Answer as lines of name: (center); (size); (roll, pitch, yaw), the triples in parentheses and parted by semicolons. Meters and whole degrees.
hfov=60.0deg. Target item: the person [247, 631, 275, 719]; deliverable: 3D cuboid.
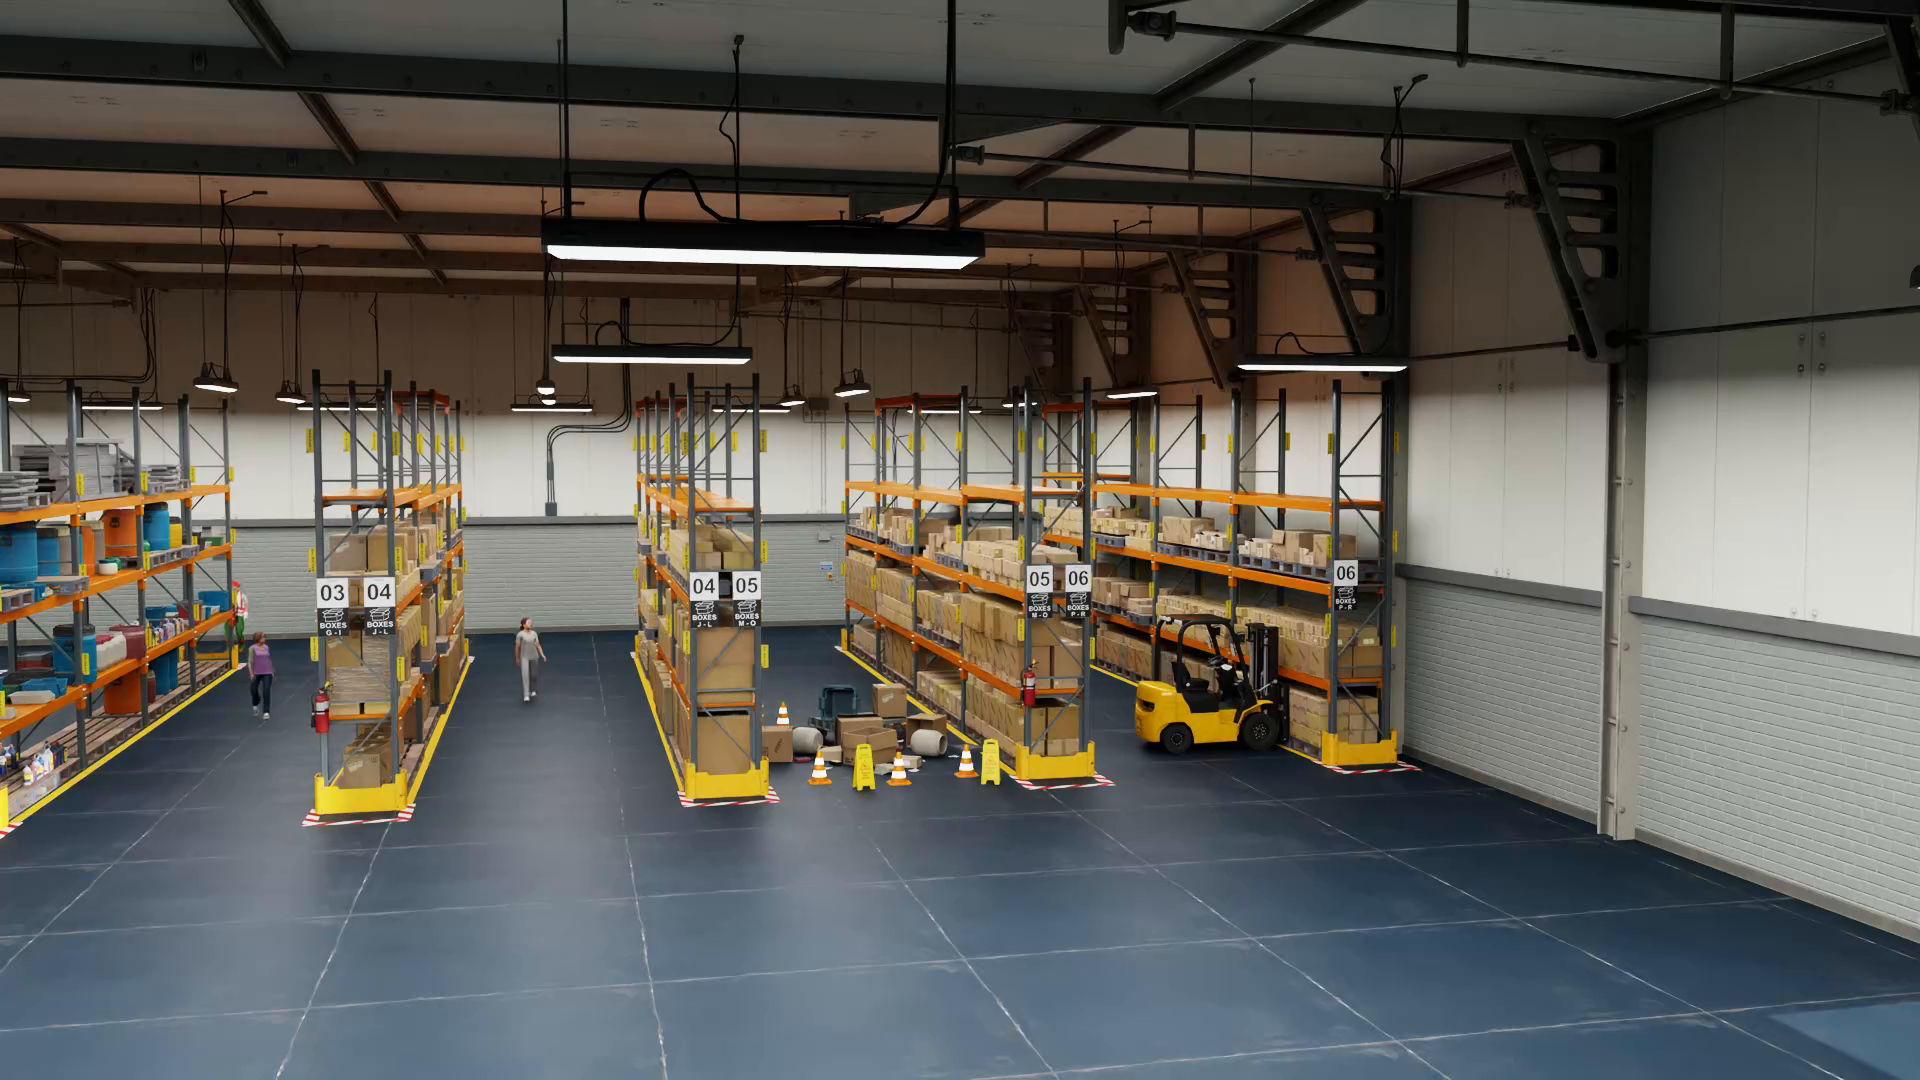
person: (-12.717, 2.449, 30.274); (0.456, 1.593, 0.479); (-1, 3, -19)

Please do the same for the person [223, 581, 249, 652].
person: (-17.274, 1.873, 39.595); (0.615, 1.758, 0.767); (-1, 3, -11)

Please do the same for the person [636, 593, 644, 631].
person: (-7.639, 1.748, 40.893); (0.559, 1.751, 0.644); (2, 4, 36)

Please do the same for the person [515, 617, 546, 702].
person: (-8.382, 2.311, 32.436); (0.570, 1.620, 1.009); (-1, 3, -18)
